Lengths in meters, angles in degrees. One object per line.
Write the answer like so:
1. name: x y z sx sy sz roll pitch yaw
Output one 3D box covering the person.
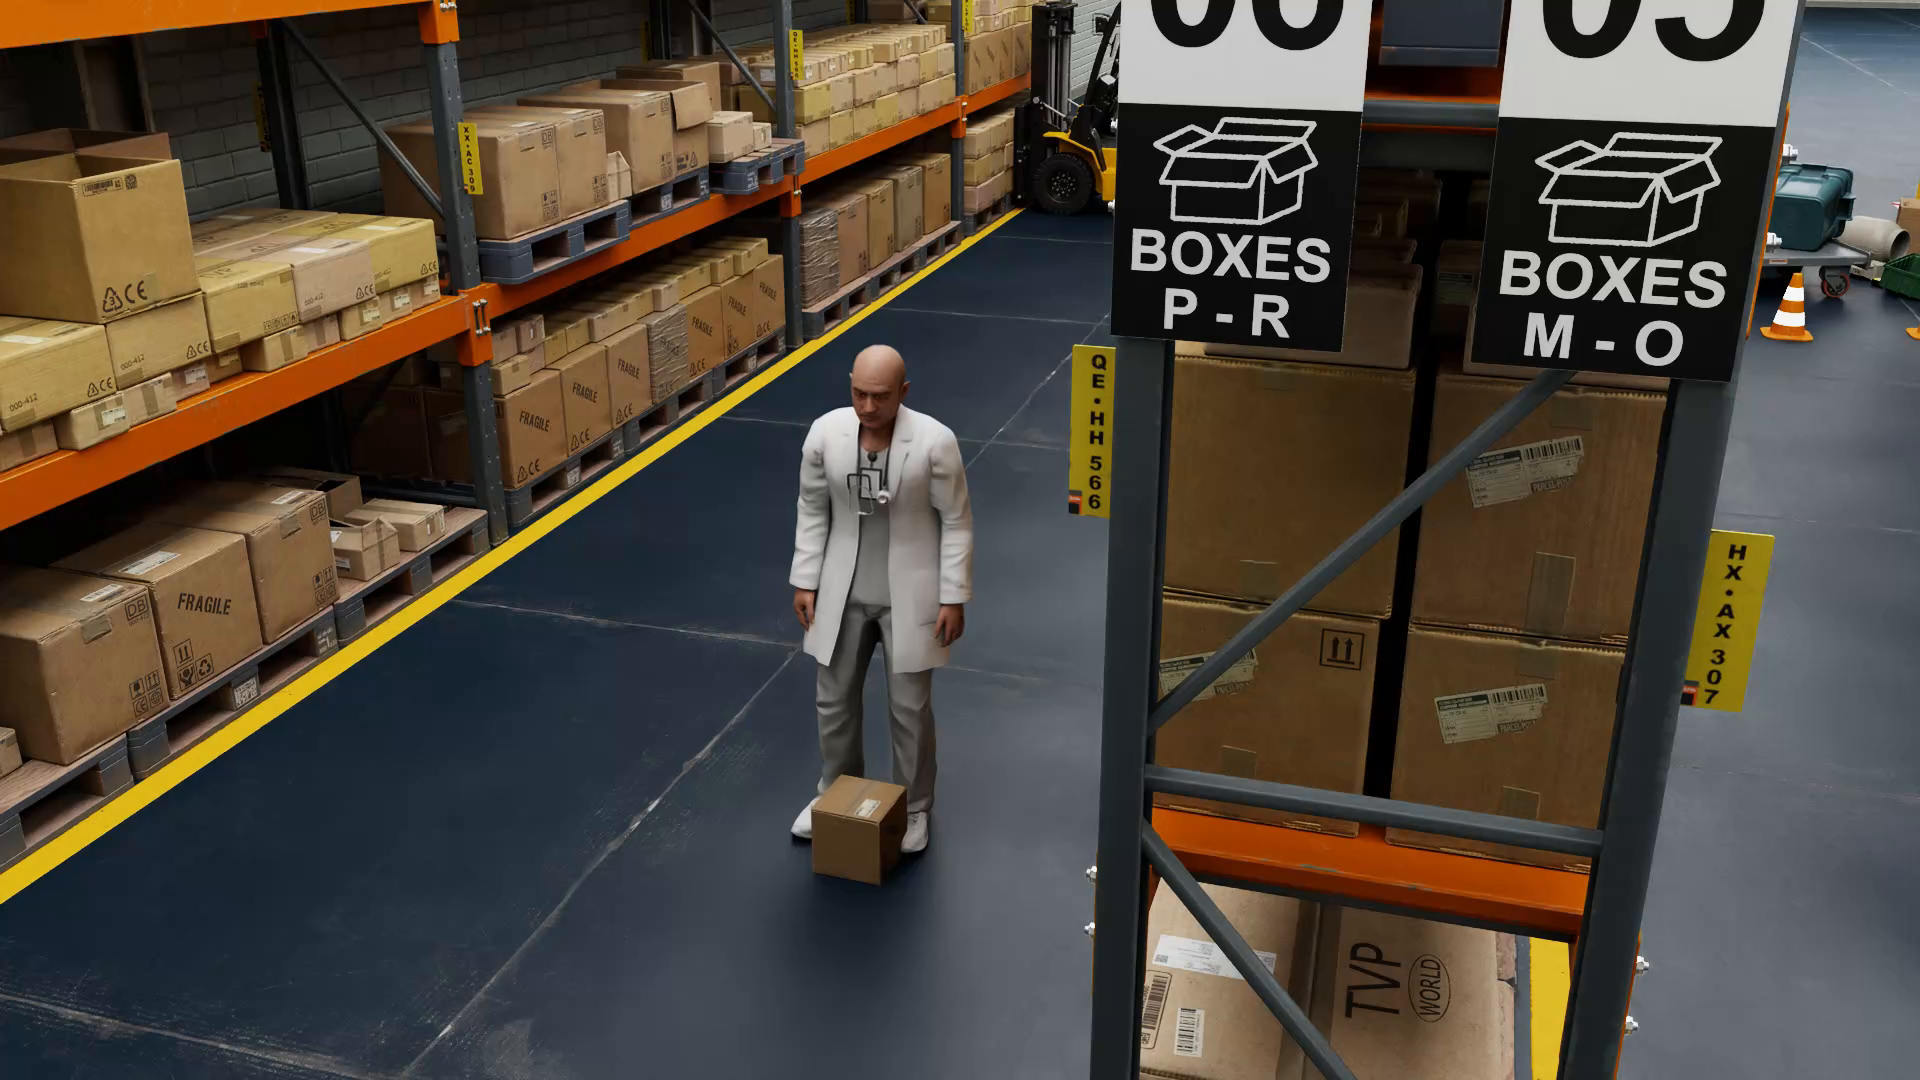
1. person: -0.260 0.194 5.620 0.654 1.774 0.421 5 22 13
